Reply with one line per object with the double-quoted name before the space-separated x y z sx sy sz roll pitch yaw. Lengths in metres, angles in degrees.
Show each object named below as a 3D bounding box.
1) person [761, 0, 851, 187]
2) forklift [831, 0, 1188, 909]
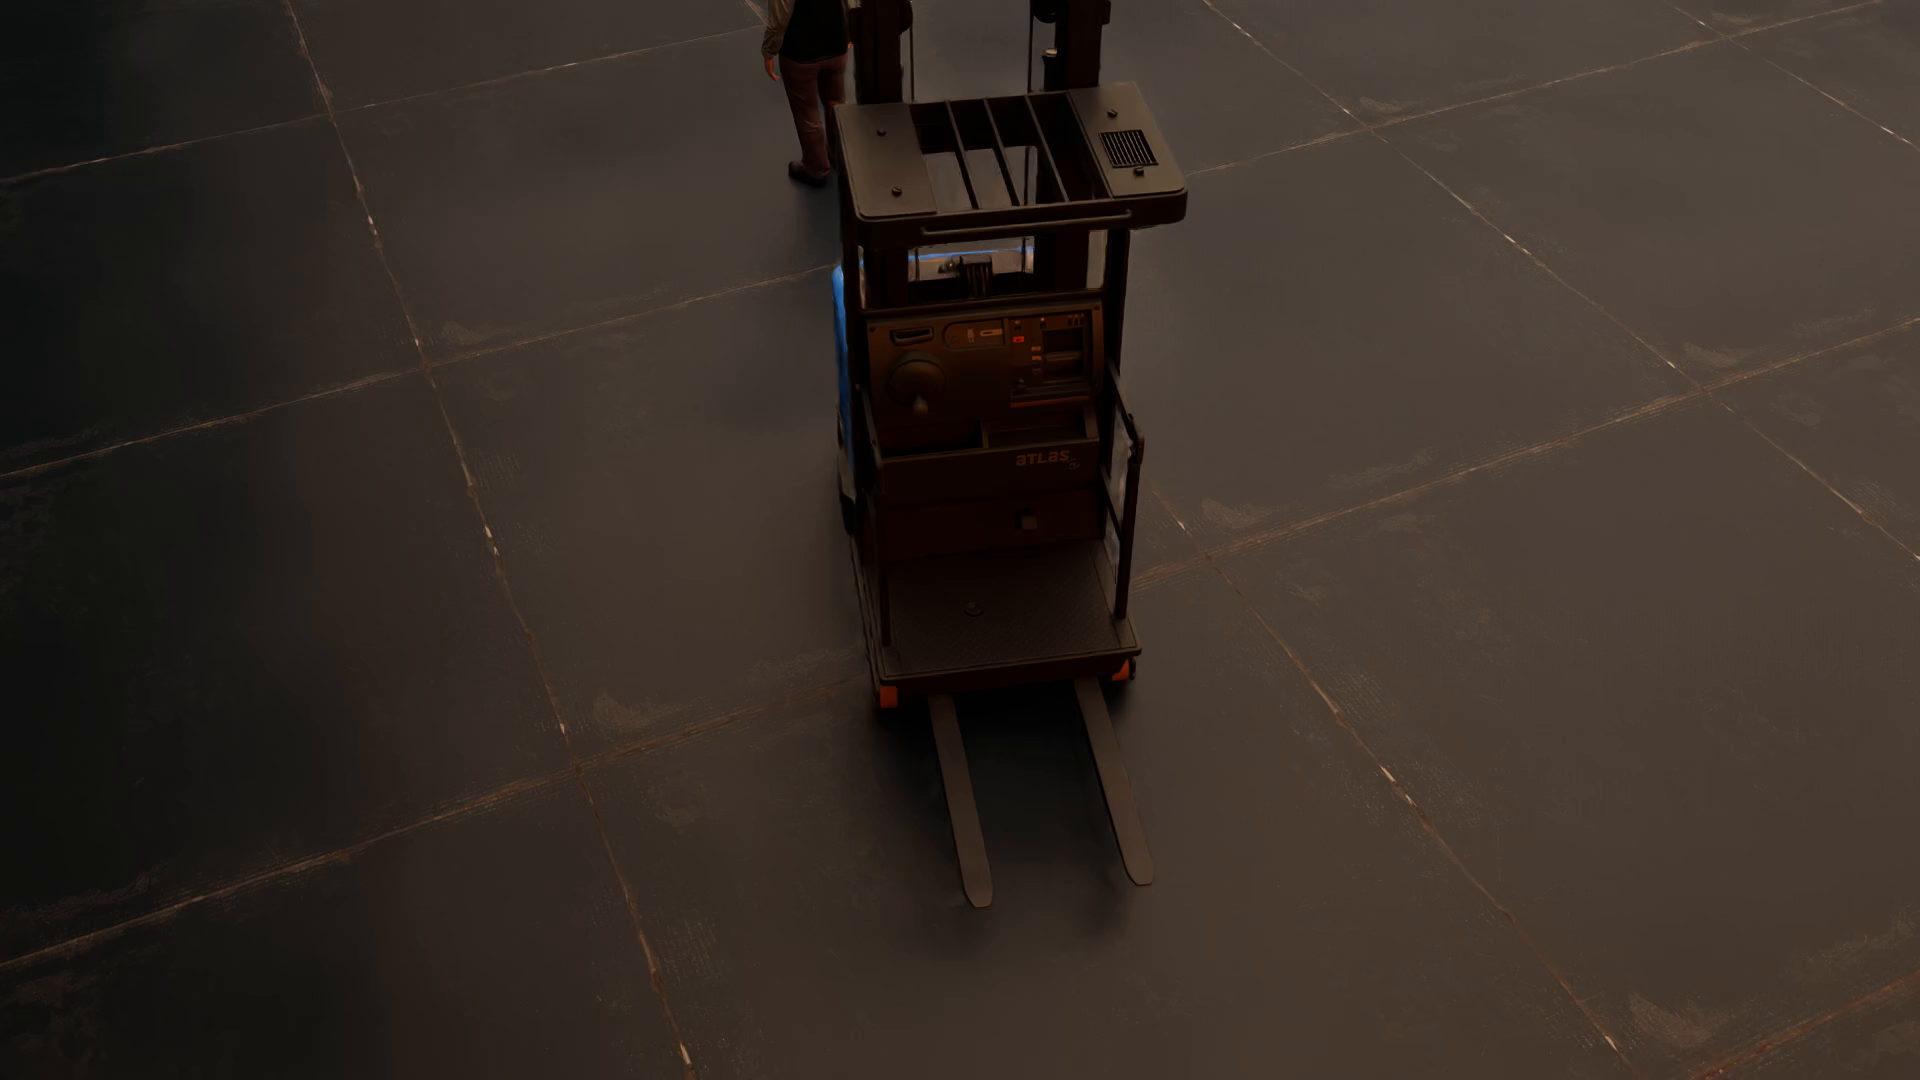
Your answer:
"person" -0.891 -2.861 9.621 0.634 1.723 0.566 -27 49 -26
"forklift" 0.139 -0.622 6.347 1.130 2.935 3.031 -6 43 -7
